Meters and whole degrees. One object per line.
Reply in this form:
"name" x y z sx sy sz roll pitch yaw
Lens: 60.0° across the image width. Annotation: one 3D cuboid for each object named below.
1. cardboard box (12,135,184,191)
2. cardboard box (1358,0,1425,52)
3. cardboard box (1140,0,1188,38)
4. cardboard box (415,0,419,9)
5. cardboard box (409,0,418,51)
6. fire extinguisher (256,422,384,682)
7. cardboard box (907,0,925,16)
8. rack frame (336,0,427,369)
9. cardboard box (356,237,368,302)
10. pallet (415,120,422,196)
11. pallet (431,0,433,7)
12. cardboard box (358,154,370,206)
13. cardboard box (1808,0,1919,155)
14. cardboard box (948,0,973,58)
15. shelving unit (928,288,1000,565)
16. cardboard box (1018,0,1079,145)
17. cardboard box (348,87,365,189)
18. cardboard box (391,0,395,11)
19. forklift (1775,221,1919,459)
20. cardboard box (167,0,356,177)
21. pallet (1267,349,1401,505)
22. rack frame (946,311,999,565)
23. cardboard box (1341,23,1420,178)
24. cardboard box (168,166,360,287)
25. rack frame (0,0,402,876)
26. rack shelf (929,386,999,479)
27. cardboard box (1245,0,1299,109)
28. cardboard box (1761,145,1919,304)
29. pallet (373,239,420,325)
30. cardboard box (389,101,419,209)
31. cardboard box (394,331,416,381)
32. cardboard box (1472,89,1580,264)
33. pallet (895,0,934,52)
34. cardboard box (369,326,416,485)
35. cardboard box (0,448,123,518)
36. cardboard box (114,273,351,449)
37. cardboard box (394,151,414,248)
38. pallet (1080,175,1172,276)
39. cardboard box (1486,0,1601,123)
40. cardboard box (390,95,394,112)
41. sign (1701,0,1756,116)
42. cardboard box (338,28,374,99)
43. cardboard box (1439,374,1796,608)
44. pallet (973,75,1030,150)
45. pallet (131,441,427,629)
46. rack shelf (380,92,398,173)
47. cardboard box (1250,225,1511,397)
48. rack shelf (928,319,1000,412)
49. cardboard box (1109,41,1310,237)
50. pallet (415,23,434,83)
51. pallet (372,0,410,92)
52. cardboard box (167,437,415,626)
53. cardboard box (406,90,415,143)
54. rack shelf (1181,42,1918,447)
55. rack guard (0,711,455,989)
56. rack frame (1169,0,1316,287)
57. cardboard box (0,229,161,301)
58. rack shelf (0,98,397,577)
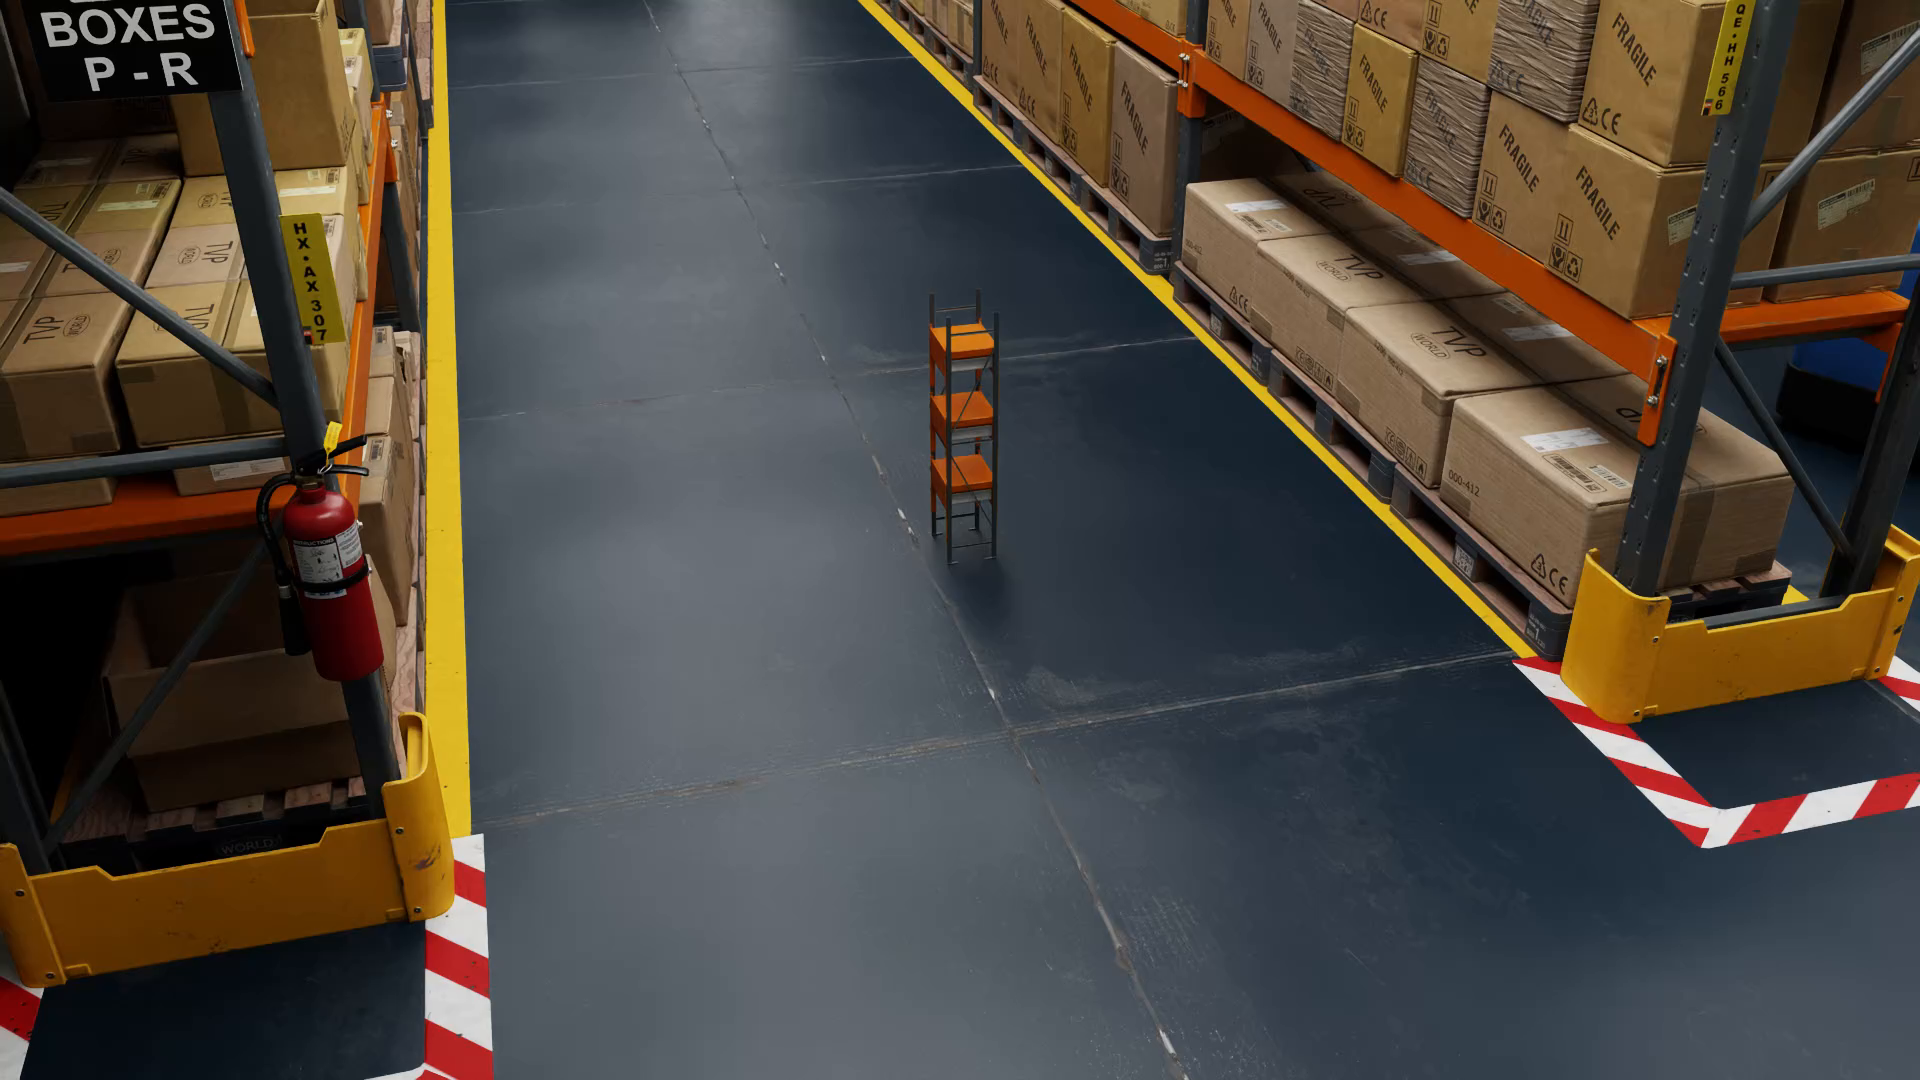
"cardboard box" -2.846 -1.165 5.621 0.500 0.250 0.500 -8 31 -13
"cardboard box" 1.933 -2.242 6.532 0.500 0.500 0.500 -8 31 -14
"cardboard box" 1.294 -2.884 8.889 0.500 0.250 0.500 -9 31 -14
"cardboard box" -5.103 -4.872 14.124 0.875 0.625 0.625 -6 31 -11
"cardboard box" -4.703 -4.133 12.848 0.875 0.625 0.625 -9 31 -15
"fire extinguisher" -1.583 0.032 4.150 0.296 0.674 0.183 -8 31 -13
"cardboard box" 0.054 -4.739 14.147 0.950 0.372 0.625 -7 31 -12
"rack frame" -3.129 -2.104 7.391 1.000 3.000 0.127 -8 31 -13
"cardboard box" -2.184 -0.888 5.540 0.380 0.149 0.250 -9 31 -15
"pallet" -4.029 -2.464 10.796 1.003 0.211 1.213 -8 31 -13
"pallet" -5.423 -5.151 15.439 1.003 0.211 1.213 -8 31 -13
"cardboard box" -2.480 -1.380 6.391 0.380 0.149 0.250 -8 31 -14
"cardboard box" 2.865 -1.580 5.388 0.500 0.500 0.500 -9 31 -14
"cardboard box" 0.454 -4.017 12.899 0.950 0.372 0.625 -10 32 -17
"shelving unit" 0.014 -0.429 6.442 0.215 1.050 0.252 -8 31 -13
"cardboard box" 0.930 -3.184 10.959 0.875 0.875 0.875 -7 31 -13
"cardboard box" -2.492 -1.472 6.152 0.500 0.250 0.500 -8 31 -14
"cardboard box" -3.179 -2.843 8.148 0.700 0.500 0.500 -8 31 -13
"forklift" 5.138 -2.138 7.517 3.031 2.935 1.130 -27 39 -38
"cardboard box" -2.326 -1.540 5.521 0.500 0.500 0.500 -7 31 -12
"pallet" 2.110 -0.591 7.561 1.003 0.211 1.213 -8 31 -13
"rack frame" 0.047 -0.370 6.341 0.200 1.050 0.008 -8 31 -13
"cardboard box" 1.920 -1.815 6.791 0.500 0.500 0.500 -7 31 -12
"cardboard box" -2.200 -0.979 5.300 0.500 0.250 0.500 -8 31 -14
"rack frame" -2.067 -0.173 4.054 1.000 3.000 0.127 -8 31 -13
"rack shelf" 0.014 -0.419 6.448 0.215 0.259 0.240 -8 31 -13
"cardboard box" 1.658 -2.304 7.637 0.500 0.500 0.500 -8 31 -13
"cardboard box" 2.867 -1.148 5.639 0.500 0.500 0.500 -8 31 -14
"pallet" -3.381 -1.285 8.760 1.003 0.211 1.213 -8 31 -13
"cardboard box" -3.451 -2.217 9.662 0.500 0.500 0.500 -9 31 -15
"cardboard box" -2.698 -0.822 7.603 0.380 0.149 0.250 -9 31 -15
"cardboard box" 2.216 -1.320 5.936 0.500 0.500 0.500 -8 31 -14
"pallet" 0.068 -4.457 14.240 1.003 0.211 1.213 -8 31 -13
"cardboard box" -2.603 -0.500 6.695 0.700 0.500 0.500 -9 31 -15
"cardboard box" -2.414 -0.188 4.332 0.380 0.149 0.250 -8 31 -14
"cardboard box" -1.928 -0.491 4.457 0.500 0.250 0.500 -8 31 -13
"cardboard box" -3.191 -1.724 8.810 0.500 0.500 0.500 -8 31 -14
"pallet" 1.378 -1.922 9.860 1.003 0.211 1.213 -8 31 -13
"cardboard box" 2.193 -1.760 5.699 0.500 0.500 0.500 -8 31 -13
"cardboard box" -3.490 -2.568 9.621 0.380 0.149 0.250 -9 31 -16
"sign" 2.191 -1.373 4.735 0.100 0.325 0.005 -8 31 -13
"cardboard box" -2.759 -1.955 6.986 0.500 0.250 0.500 -7 31 -12
"cardboard box" 2.446 -0.213 6.261 0.875 0.438 0.875 -9 31 -15
"pallet" 0.731 -3.100 11.896 1.003 0.211 1.213 -8 31 -13
"pallet" -2.620 0.025 6.497 1.003 0.211 1.213 -8 31 -13
"rack shelf" -3.660 -2.759 9.241 1.077 0.370 4.000 -8 31 -13
"cardboard box" 1.957 -1.089 7.776 0.875 0.438 0.875 -9 31 -15
"rack shelf" 0.014 -0.665 6.305 0.215 0.259 0.240 -8 31 -13
"cardboard box" 1.414 -2.317 9.461 0.875 0.875 0.875 -7 31 -12
"pallet" -4.692 -3.820 13.140 1.003 0.211 1.213 -8 31 -13
"pallet" -3.236 -2.422 8.131 1.003 0.211 1.213 -8 31 -13
"cardboard box" -2.328 0.002 5.829 0.700 0.500 0.500 -7 31 -11
"cardboard box" -3.748 -2.718 10.527 0.500 0.500 0.500 -8 31 -14
"rack shelf" 2.187 -1.489 7.046 1.077 0.370 4.000 -8 31 -13
"rack guard" -2.087 0.873 4.743 1.175 0.500 0.348 -8 31 -13
"rack frame" 1.656 -2.766 8.535 1.000 3.000 0.127 -8 31 -13
"cardboard box" -2.581 -0.672 4.770 0.500 0.250 0.500 -8 31 -13
"rack shelf" -2.598 -0.827 5.903 1.077 0.370 4.000 -8 31 -13
